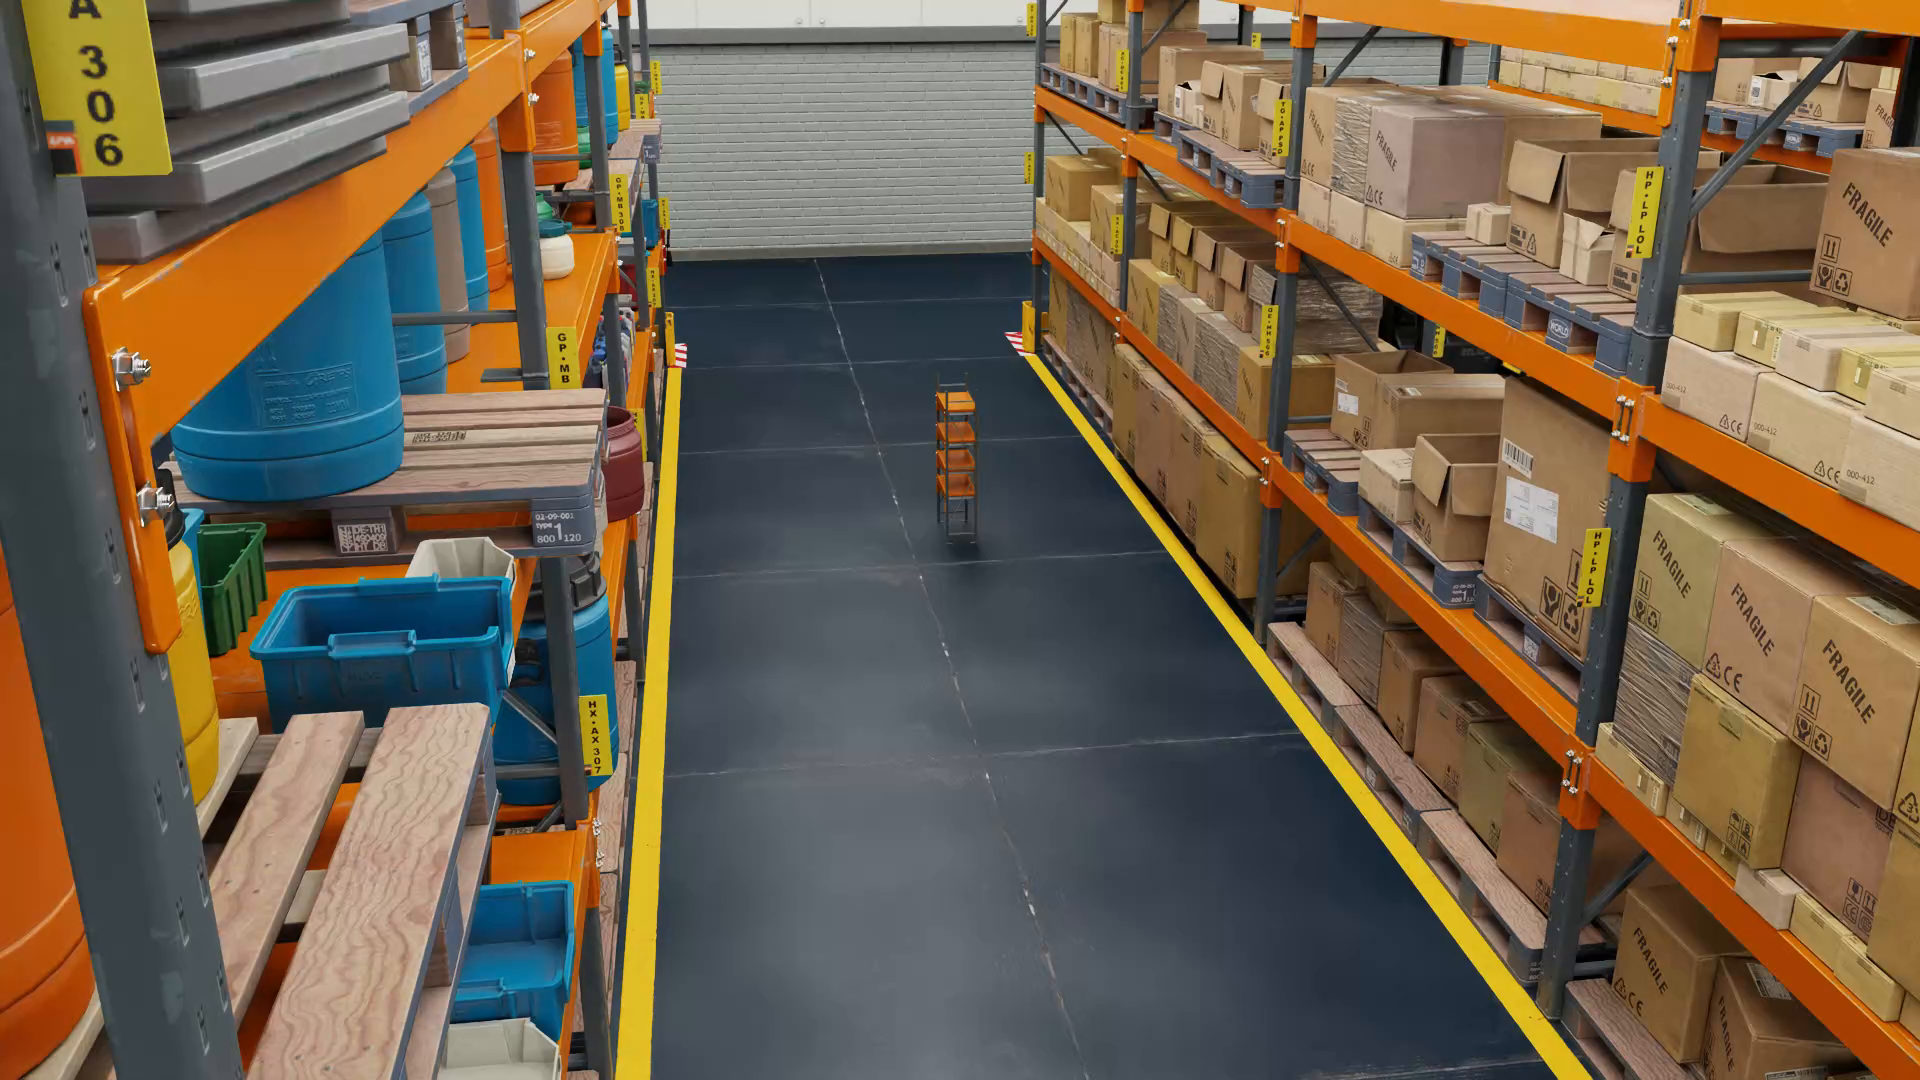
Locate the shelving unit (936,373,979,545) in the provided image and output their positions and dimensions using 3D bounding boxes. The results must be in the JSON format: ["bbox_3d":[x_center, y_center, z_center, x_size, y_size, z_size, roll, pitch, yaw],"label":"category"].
[{"bbox_3d":[-0.024,-0.619,12.660,0.258,1.200,0.503,-3,21,-8],"label":"shelving unit"}]

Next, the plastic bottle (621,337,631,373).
[{"bbox_3d":[-2.516,-1.371,12.277,0.152,0.276,0.135,-3,21,-8],"label":"plastic bottle"}]

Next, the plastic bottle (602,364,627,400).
[{"bbox_3d":[-2.403,-1.100,11.552,0.152,0.276,0.135,-3,21,-8],"label":"plastic bottle"}]

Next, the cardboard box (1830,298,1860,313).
[{"bbox_3d":[3.350,-0.801,5.930,0.380,0.149,0.250,-2,21,-6],"label":"cardboard box"}]

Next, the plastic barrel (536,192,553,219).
[{"bbox_3d":[-2.374,-1.762,9.080,0.294,0.245,0.294,0,20,0],"label":"plastic barrel"}]

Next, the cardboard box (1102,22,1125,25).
[{"bbox_3d":[1.684,-4.485,15.264,0.700,0.500,0.500,-2,21,-5],"label":"cardboard box"}]

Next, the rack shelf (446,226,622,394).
[{"bbox_3d":[-2.172,-0.888,7.547,1.077,0.370,4.000,-3,21,-8],"label":"rack shelf"}]

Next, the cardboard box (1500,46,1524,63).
[{"bbox_3d":[6.018,-5.147,17.424,0.500,0.250,0.500,-3,21,-7],"label":"cardboard box"}]

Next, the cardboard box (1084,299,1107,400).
[{"bbox_3d":[1.719,-1.892,15.932,0.875,0.875,0.875,-3,21,-8],"label":"cardboard box"}]

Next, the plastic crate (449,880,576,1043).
[{"bbox_3d":[-1.456,1.312,5.129,0.499,0.251,0.616,-3,21,-8],"label":"plastic crate"}]

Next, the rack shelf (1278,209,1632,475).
[{"bbox_3d":[2.729,-1.138,8.216,1.077,0.370,4.000,-3,21,-8],"label":"rack shelf"}]

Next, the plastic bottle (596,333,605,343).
[{"bbox_3d":[-2.656,-1.403,12.369,0.097,0.271,0.097,0,20,0],"label":"plastic bottle"}]

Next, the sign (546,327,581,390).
[{"bbox_3d":[-1.338,-0.560,5.630,0.100,0.325,0.005,-3,21,-8],"label":"sign"}]

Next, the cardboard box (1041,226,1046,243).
[{"bbox_3d":[1.051,-3.186,17.318,0.380,0.149,0.250,-3,21,-9],"label":"cardboard box"}]

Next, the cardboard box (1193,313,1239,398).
[{"bbox_3d":[1.980,-1.320,11.819,0.500,0.500,0.500,-4,21,-10],"label":"cardboard box"}]

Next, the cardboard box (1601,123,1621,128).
[{"bbox_3d":[6.595,-4.080,17.356,0.500,0.500,0.500,-4,21,-10],"label":"cardboard box"}]

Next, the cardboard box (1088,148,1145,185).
[{"bbox_3d":[1.618,-3.797,17.312,0.500,0.500,0.500,-3,21,-7],"label":"cardboard box"}]

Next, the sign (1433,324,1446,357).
[{"bbox_3d":[2.976,-1.298,10.362,0.100,0.325,0.005,-3,21,-8],"label":"sign"}]

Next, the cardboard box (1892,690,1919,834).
[{"bbox_3d":[3.059,0.656,4.676,0.500,0.500,0.500,-3,21,-8],"label":"cardboard box"}]

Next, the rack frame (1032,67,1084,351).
[{"bbox_3d":[1.288,-3.532,17.885,1.000,3.000,0.127,-3,21,-8],"label":"rack frame"}]

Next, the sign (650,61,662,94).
[{"bbox_3d":[-3.072,-4.671,16.799,0.100,0.325,0.005,-3,21,-8],"label":"sign"}]

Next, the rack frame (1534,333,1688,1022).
[{"bbox_3d":[3.017,0.623,6.761,1.000,3.000,0.127,-3,21,-8],"label":"rack frame"}]

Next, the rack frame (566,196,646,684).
[{"bbox_3d":[-2.460,-0.512,9.800,1.000,3.000,0.127,-3,21,-8],"label":"rack frame"}]

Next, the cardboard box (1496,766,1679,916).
[{"bbox_3d":[2.950,1.374,7.693,0.700,0.500,0.500,-5,21,-12],"label":"cardboard box"}]

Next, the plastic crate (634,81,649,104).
[{"bbox_3d":[-3.189,-4.261,15.853,0.450,0.188,0.336,-3,21,-8],"label":"plastic crate"}]

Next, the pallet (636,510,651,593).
[{"bbox_3d":[-2.788,0.102,12.142,1.003,0.211,1.213,-3,21,-8],"label":"pallet"}]

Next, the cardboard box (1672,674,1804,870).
[{"bbox_3d":[3.058,0.771,5.798,0.875,0.500,0.500,-3,21,-8],"label":"cardboard box"}]

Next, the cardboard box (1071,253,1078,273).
[{"bbox_3d":[1.275,-2.651,15.887,0.380,0.149,0.250,-3,21,-7],"label":"cardboard box"}]

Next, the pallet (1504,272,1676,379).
[{"bbox_3d":[3.034,-0.913,6.856,1.213,0.211,1.003,-3,21,-8],"label":"pallet"}]

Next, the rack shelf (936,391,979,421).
[{"bbox_3d":[-0.024,-0.988,12.522,0.258,0.148,0.480,-3,21,-8],"label":"rack shelf"}]

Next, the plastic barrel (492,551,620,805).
[{"bbox_3d":[-1.640,0.489,6.403,0.600,0.901,0.708,-3,21,-8],"label":"plastic barrel"}]

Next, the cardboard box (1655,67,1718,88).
[{"bbox_3d":[6.469,-4.078,14.561,0.500,0.250,0.500,-4,21,-10],"label":"cardboard box"}]

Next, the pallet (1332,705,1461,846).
[{"bbox_3d":[2.725,1.237,9.104,1.003,0.211,1.213,-3,21,-8],"label":"pallet"}]

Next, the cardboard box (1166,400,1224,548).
[{"bbox_3d":[2.241,-0.512,12.237,1.225,0.875,0.875,-3,21,-8],"label":"cardboard box"}]

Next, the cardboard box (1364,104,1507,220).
[{"bbox_3d":[2.403,-1.923,8.433,0.500,0.500,0.500,-4,21,-9],"label":"cardboard box"}]

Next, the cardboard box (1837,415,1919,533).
[{"bbox_3d":[2.971,-0.188,4.859,0.500,0.250,0.500,-4,21,-10],"label":"cardboard box"}]

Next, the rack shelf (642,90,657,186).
[{"bbox_3d":[-3.325,-3.658,14.963,1.077,0.370,4.000,-3,21,-8],"label":"rack shelf"}]

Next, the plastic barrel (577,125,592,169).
[{"bbox_3d":[-2.386,-2.420,10.242,0.294,0.245,0.294,0,20,0],"label":"plastic barrel"}]

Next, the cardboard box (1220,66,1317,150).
[{"bbox_3d":[2.070,-2.913,11.197,0.500,0.500,0.500,-2,21,-5],"label":"cardboard box"}]

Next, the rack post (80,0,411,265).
[{"bbox_3d":[-1.290,-0.587,2.140,0.937,0.300,0.954,-1,20,-2],"label":"rack post"}]

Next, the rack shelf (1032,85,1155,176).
[{"bbox_3d":[1.576,-3.907,15.632,1.077,0.370,4.000,-3,21,-8],"label":"rack shelf"}]

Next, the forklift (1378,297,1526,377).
[{"bbox_3d":[4.280,-2.101,14.152,1.130,2.935,3.031,-3,21,-8],"label":"forklift"}]

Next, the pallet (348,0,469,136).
[{"bbox_3d":[-1.558,-0.954,3.252,1.003,0.211,1.213,-3,21,-8],"label":"pallet"}]

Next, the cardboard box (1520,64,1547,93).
[{"bbox_3d":[6.094,-4.731,17.023,0.500,0.250,0.500,-2,21,-6],"label":"cardboard box"}]

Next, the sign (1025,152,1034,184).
[{"bbox_3d":[0.738,-3.948,17.650,0.100,0.325,0.005,-3,21,-8],"label":"sign"}]

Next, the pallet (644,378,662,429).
[{"bbox_3d":[-3.361,-1.267,15.806,1.003,0.211,1.213,-3,21,-8],"label":"pallet"}]

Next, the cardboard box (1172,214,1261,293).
[{"bbox_3d":[2.052,-2.205,12.755,0.797,0.503,0.637,-3,21,-7],"label":"cardboard box"}]

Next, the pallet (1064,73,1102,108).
[{"bbox_3d":[1.584,-4.216,15.556,1.003,0.211,1.213,-3,21,-8],"label":"pallet"}]

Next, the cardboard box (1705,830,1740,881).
[{"bbox_3d":[2.883,1.089,5.873,0.380,0.149,0.250,-3,21,-8],"label":"cardboard box"}]

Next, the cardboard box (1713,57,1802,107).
[{"bbox_3d":[6.733,-3.874,13.771,0.700,0.500,0.500,-3,21,-8],"label":"cardboard box"}]

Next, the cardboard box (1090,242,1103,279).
[{"bbox_3d":[1.464,-2.535,15.004,0.500,0.250,0.500,-2,21,-6],"label":"cardboard box"}]

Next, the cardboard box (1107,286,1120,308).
[{"bbox_3d":[1.496,-2.118,14.459,0.380,0.149,0.250,-3,21,-7],"label":"cardboard box"}]

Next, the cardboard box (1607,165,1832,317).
[{"bbox_3d":[3.048,-1.195,6.594,0.797,0.503,0.637,-4,21,-10],"label":"cardboard box"}]

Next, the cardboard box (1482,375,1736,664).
[{"bbox_3d":[3.041,-0.137,7.338,1.000,1.000,1.000,-3,21,-7],"label":"cardboard box"}]
